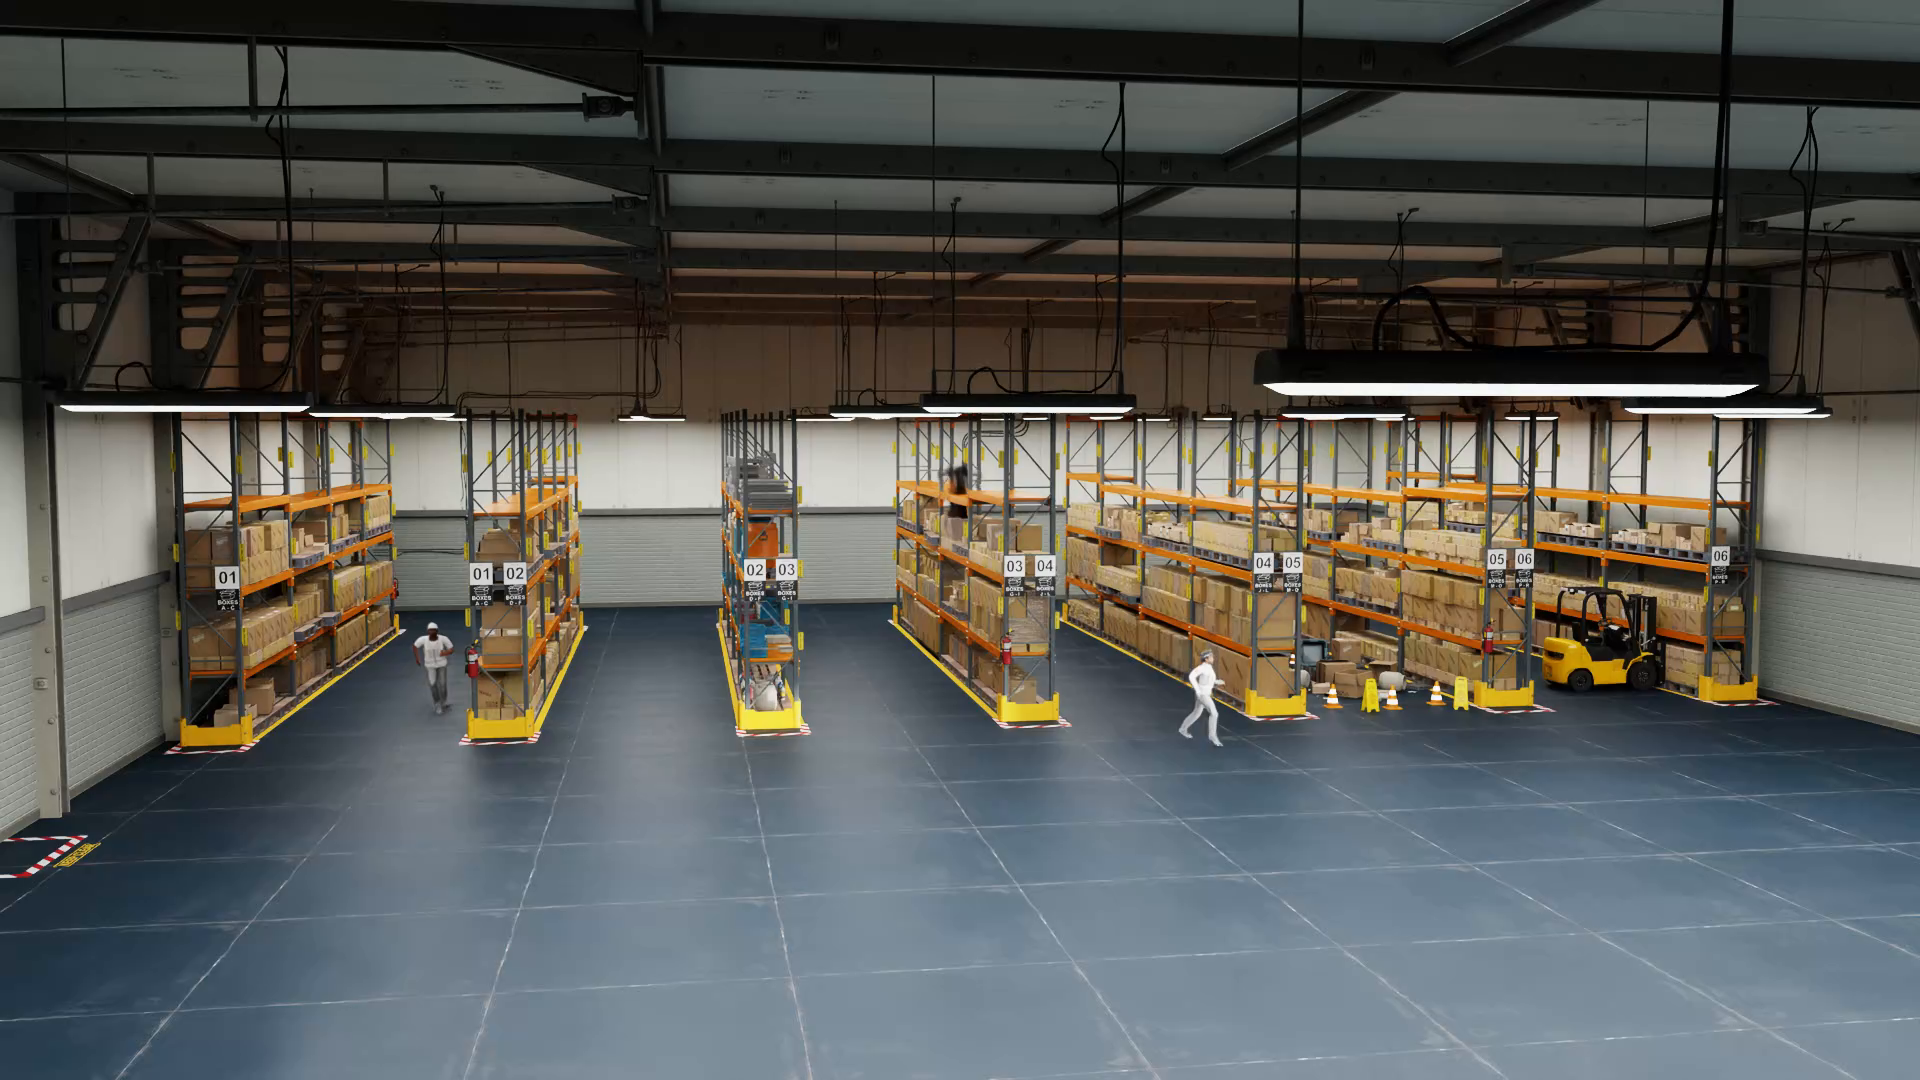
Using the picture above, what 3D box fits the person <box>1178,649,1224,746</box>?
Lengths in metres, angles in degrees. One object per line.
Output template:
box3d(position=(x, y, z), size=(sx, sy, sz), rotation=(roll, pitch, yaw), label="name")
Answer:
box3d(position=(4.304, 2.807, 29.737), size=(0.846, 1.740, 0.646), rotation=(1, 4, 21), label="person")

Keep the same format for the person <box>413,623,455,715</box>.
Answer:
box3d(position=(-10.461, 2.539, 33.095), size=(0.791, 1.810, 0.802), rotation=(-1, 4, -17), label="person")

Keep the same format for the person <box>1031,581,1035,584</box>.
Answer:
box3d(position=(2.114, 1.448, 48.674), size=(0.739, 1.761, 1.013), rotation=(3, 5, 33), label="person")
